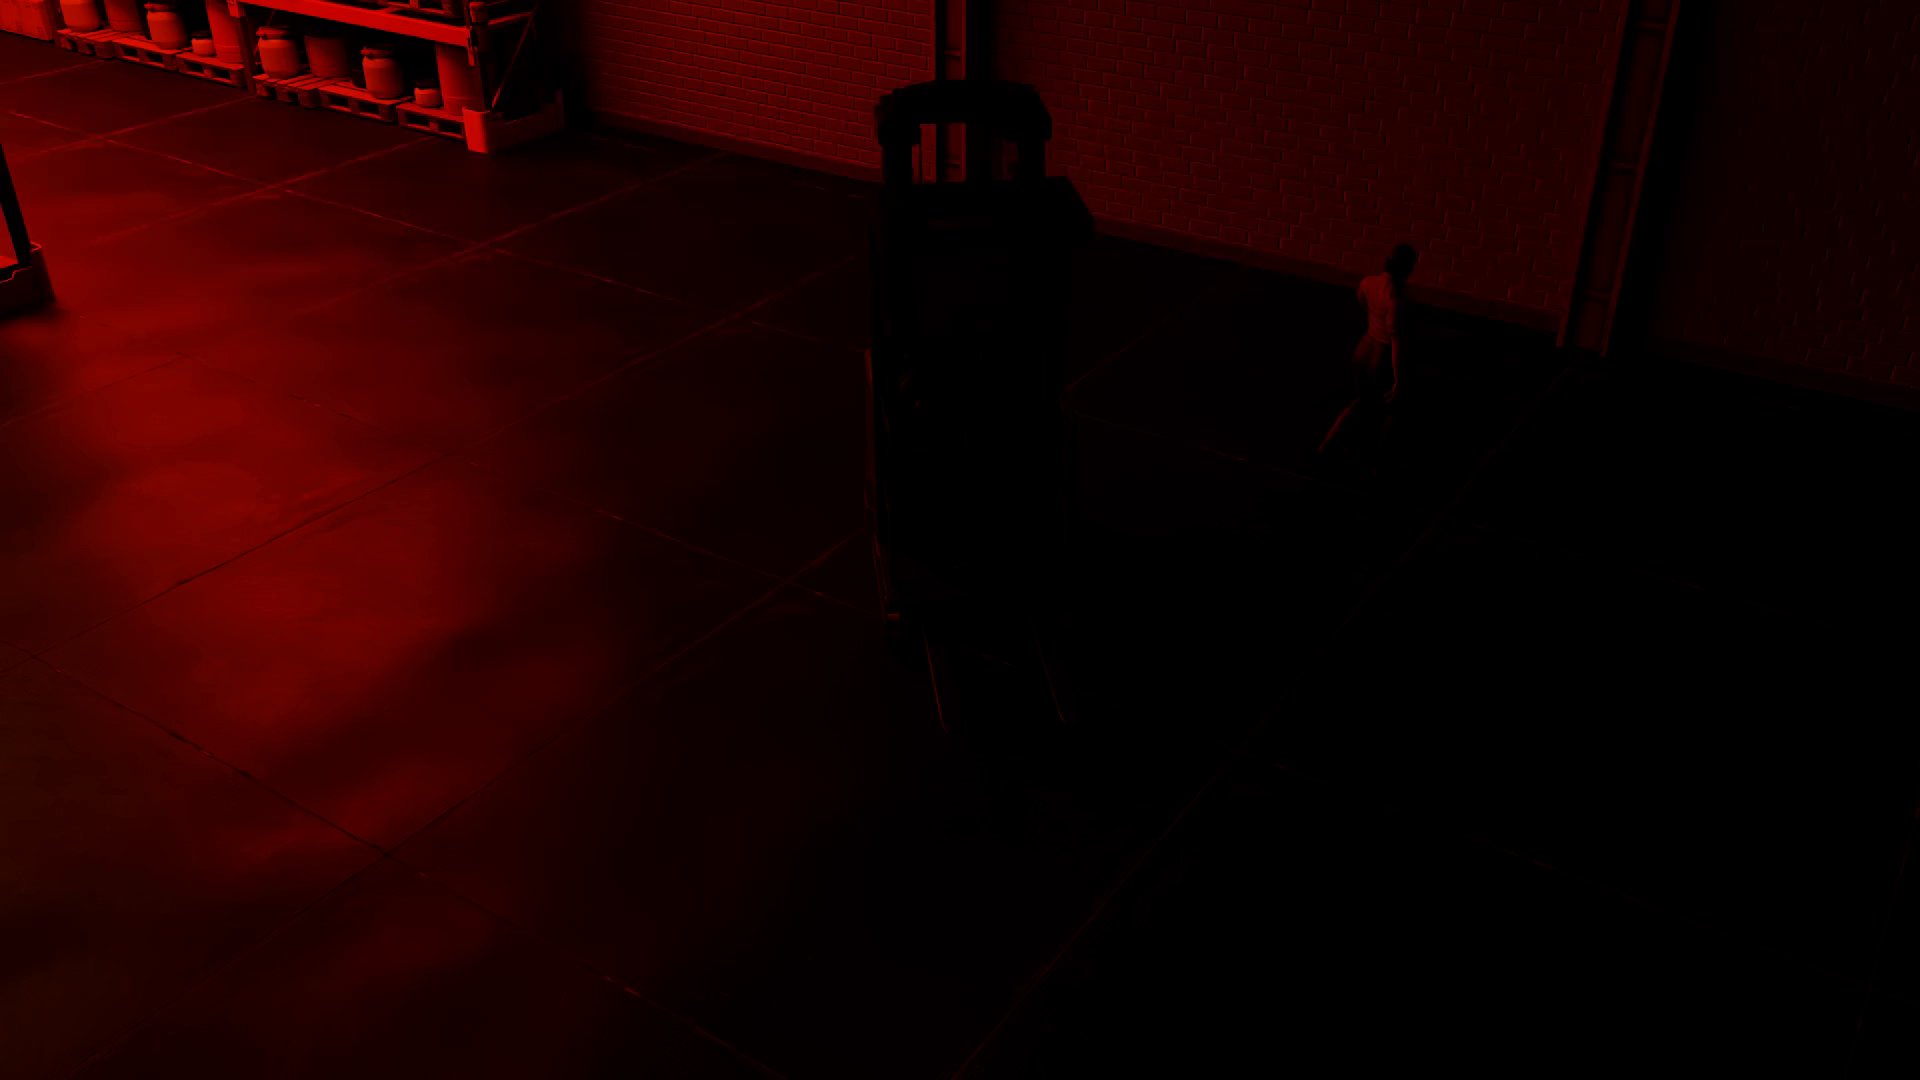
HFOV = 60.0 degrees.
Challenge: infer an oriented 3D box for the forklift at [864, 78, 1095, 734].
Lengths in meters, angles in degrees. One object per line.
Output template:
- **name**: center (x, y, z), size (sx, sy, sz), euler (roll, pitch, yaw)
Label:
- **forklift**: center (0.081, -0.875, 9.088), size (1.130, 2.935, 3.031), euler (-4, 30, -6)

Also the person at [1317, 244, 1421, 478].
- **person**: center (2.770, -1.153, 10.875), size (0.655, 1.633, 0.792), euler (-12, 32, -19)
